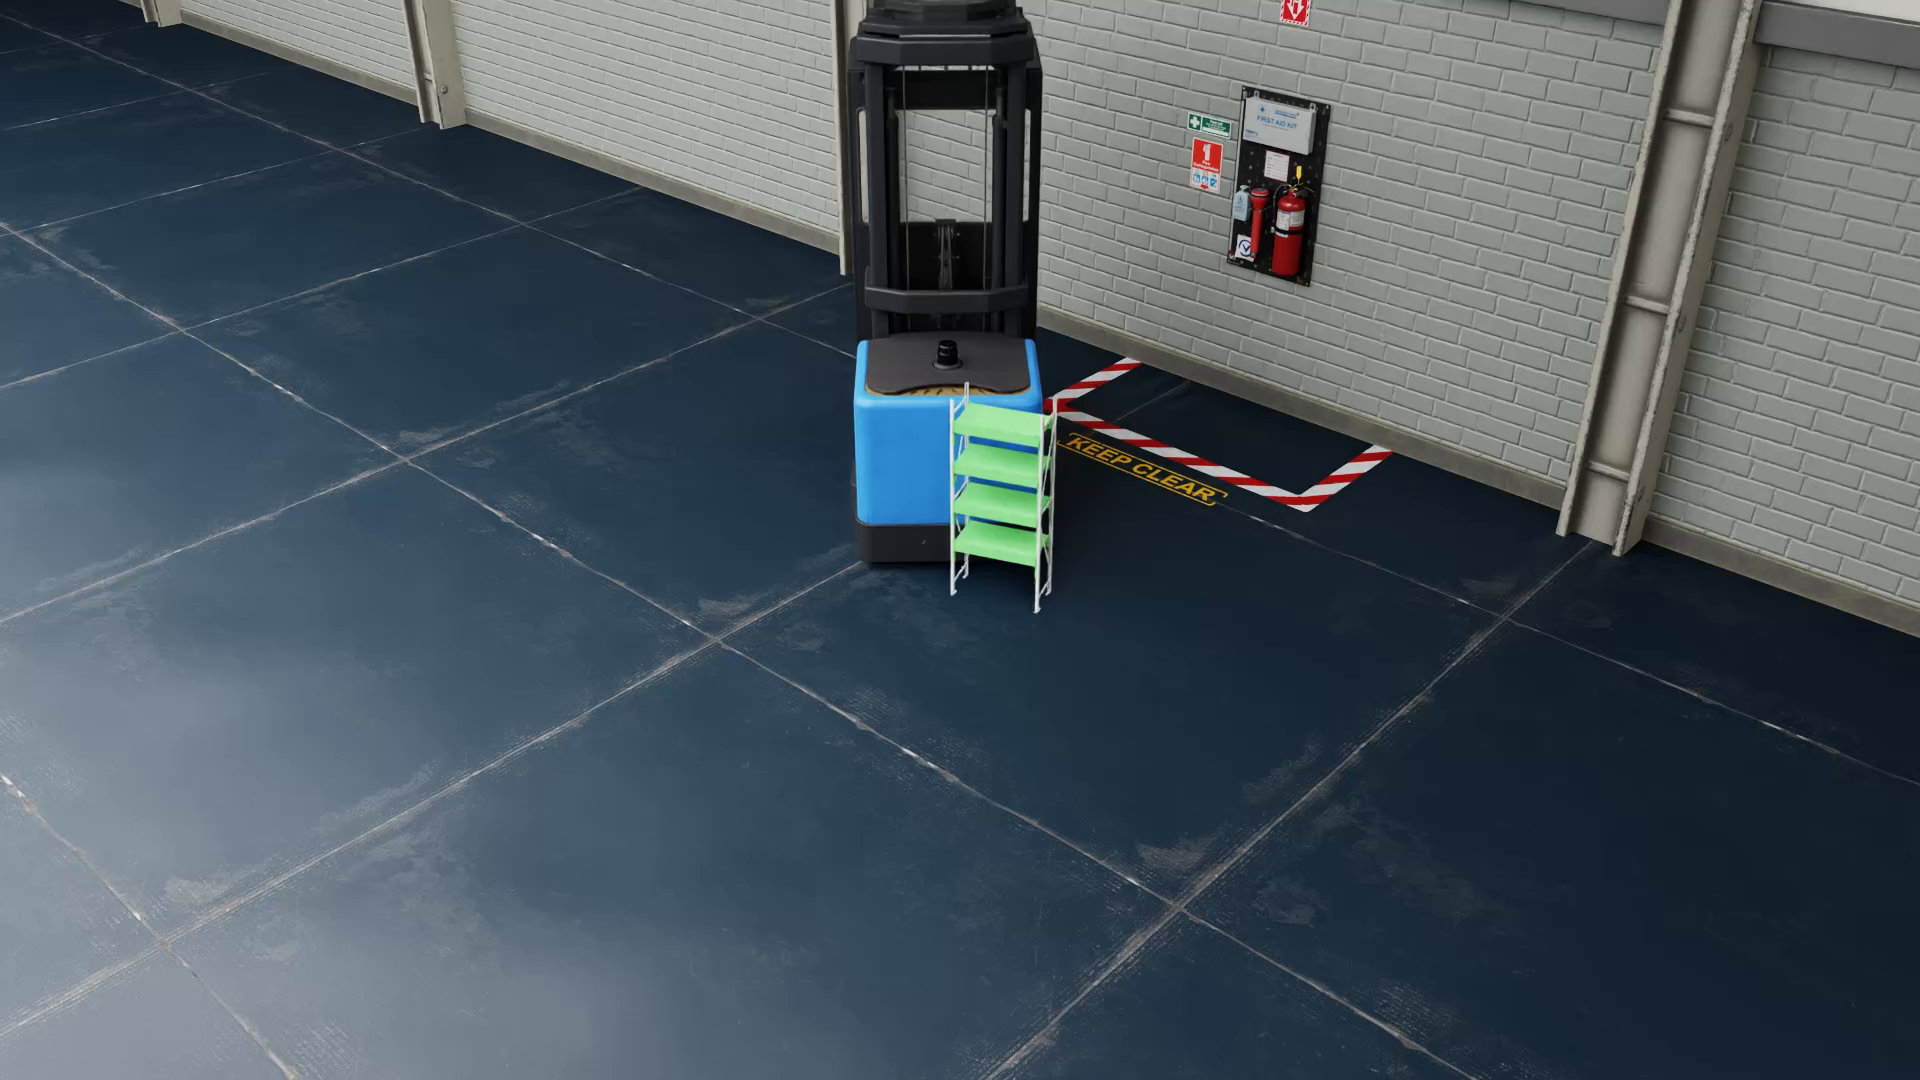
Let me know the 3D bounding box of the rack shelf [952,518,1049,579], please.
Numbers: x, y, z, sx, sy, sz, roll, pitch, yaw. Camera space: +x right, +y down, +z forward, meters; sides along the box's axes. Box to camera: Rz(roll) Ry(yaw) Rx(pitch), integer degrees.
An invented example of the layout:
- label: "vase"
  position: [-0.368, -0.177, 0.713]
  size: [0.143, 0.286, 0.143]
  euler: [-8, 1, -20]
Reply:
- label: "rack shelf"
  position: [0.227, 0.044, 9.048]
  size: [0.480, 0.148, 0.258]
  euler: [11, 33, 18]

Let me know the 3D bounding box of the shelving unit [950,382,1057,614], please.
- label: "shelving unit"
  position: [0.227, -0.217, 8.891]
  size: [0.503, 1.200, 0.258]
  euler: [11, 33, 18]

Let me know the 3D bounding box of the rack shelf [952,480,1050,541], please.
- label: "rack shelf"
  position: [0.227, -0.162, 8.924]
  size: [0.480, 0.148, 0.258]
  euler: [11, 33, 18]

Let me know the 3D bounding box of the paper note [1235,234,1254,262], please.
- label: "paper note"
  position: [1.853, -1.895, 10.788]
  size: [0.142, 0.148, 0.016]
  euler: [25, 39, 35]

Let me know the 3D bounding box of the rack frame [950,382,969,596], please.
- label: "rack frame"
  position: [-0.001, -0.261, 8.965]
  size: [0.015, 1.200, 0.240]
  euler: [11, 33, 18]

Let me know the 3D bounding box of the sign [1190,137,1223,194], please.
- label: "sign"
  position: [1.597, -2.430, 10.789]
  size: [0.234, 0.329, 0.001]
  euler: [25, 39, 35]

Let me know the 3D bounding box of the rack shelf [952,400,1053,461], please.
- label: "rack shelf"
  position: [0.227, -0.573, 8.677]
  size: [0.480, 0.148, 0.258]
  euler: [11, 33, 18]

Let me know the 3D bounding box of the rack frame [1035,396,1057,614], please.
- label: "rack frame"
  position: [0.455, -0.172, 8.818]
  size: [0.015, 1.200, 0.240]
  euler: [11, 33, 18]

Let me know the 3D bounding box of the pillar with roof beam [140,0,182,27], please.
- label: "pillar with roof beam"
  position: [-12.490, -8.468, 15.036]
  size: [0.400, 9.000, 9.100]
  euler: [25, 39, 35]

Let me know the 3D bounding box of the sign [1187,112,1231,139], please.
- label: "sign"
  position: [1.595, -2.653, 10.644]
  size: [0.331, 0.109, 0.001]
  euler: [25, 39, 35]

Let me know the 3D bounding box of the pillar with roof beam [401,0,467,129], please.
- label: "pillar with roof beam"
  position: [-8.041, -6.392, 11.587]
  size: [0.400, 9.000, 9.100]
  euler: [25, 39, 35]

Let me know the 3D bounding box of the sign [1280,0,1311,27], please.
- label: "sign"
  position: [1.999, -3.218, 9.885]
  size: [0.199, 0.298, 0.001]
  euler: [25, 39, 35]

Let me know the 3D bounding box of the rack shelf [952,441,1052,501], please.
- label: "rack shelf"
  position: [0.227, -0.368, 8.801]
  size: [0.480, 0.148, 0.258]
  euler: [11, 33, 18]

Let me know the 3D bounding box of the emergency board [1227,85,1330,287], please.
- label: "emergency board"
  position: [1.938, -2.184, 10.415]
  size: [0.643, 1.169, 0.194]
  euler: [25, 39, 35]

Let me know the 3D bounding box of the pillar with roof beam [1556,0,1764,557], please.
- label: "pillar with roof beam"
  position: [0.856, -2.239, 4.688]
  size: [0.400, 9.000, 9.100]
  euler: [25, 39, 35]

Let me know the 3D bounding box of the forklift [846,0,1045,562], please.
- label: "forklift"
  position: [-0.091, -1.855, 9.934]
  size: [1.130, 2.935, 3.031]
  euler: [-1, 31, -1]

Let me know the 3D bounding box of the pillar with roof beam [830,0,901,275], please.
- label: "pillar with roof beam"
  position: [-3.593, -4.315, 8.137]
  size: [0.400, 9.000, 9.100]
  euler: [25, 39, 35]
